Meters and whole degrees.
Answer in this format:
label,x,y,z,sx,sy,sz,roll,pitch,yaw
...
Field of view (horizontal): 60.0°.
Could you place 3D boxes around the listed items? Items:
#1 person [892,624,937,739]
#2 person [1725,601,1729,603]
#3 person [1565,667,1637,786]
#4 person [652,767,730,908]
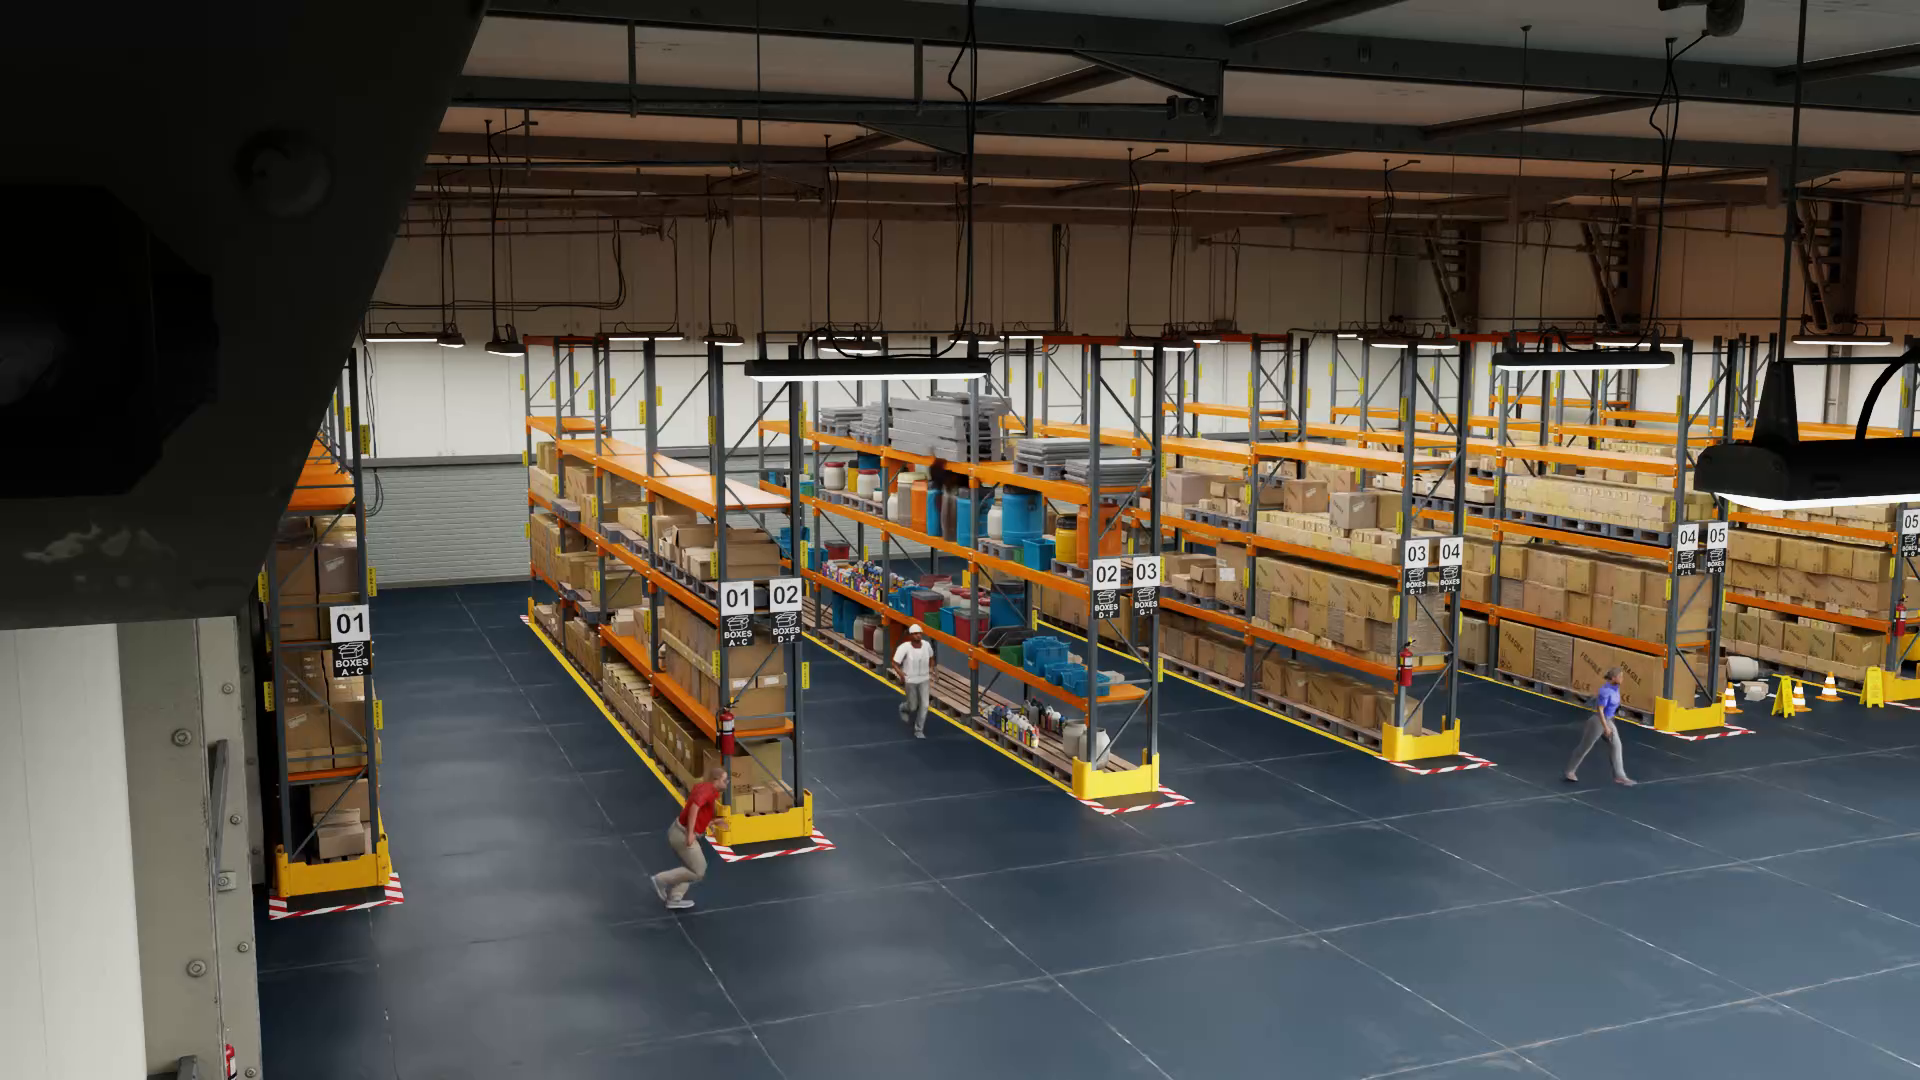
label,x,y,z,sx,sy,sz,roll,pitch,yaw
person,-0.690,2.126,25.335,0.708,1.729,0.789,-3,8,-21
person,15.338,1.140,33.091,0.613,1.639,0.640,-4,9,-28
person,8.782,2.523,22.724,0.871,1.612,0.627,7,11,44
person,-2.883,3.222,17.825,0.853,1.540,0.690,-2,8,-13
